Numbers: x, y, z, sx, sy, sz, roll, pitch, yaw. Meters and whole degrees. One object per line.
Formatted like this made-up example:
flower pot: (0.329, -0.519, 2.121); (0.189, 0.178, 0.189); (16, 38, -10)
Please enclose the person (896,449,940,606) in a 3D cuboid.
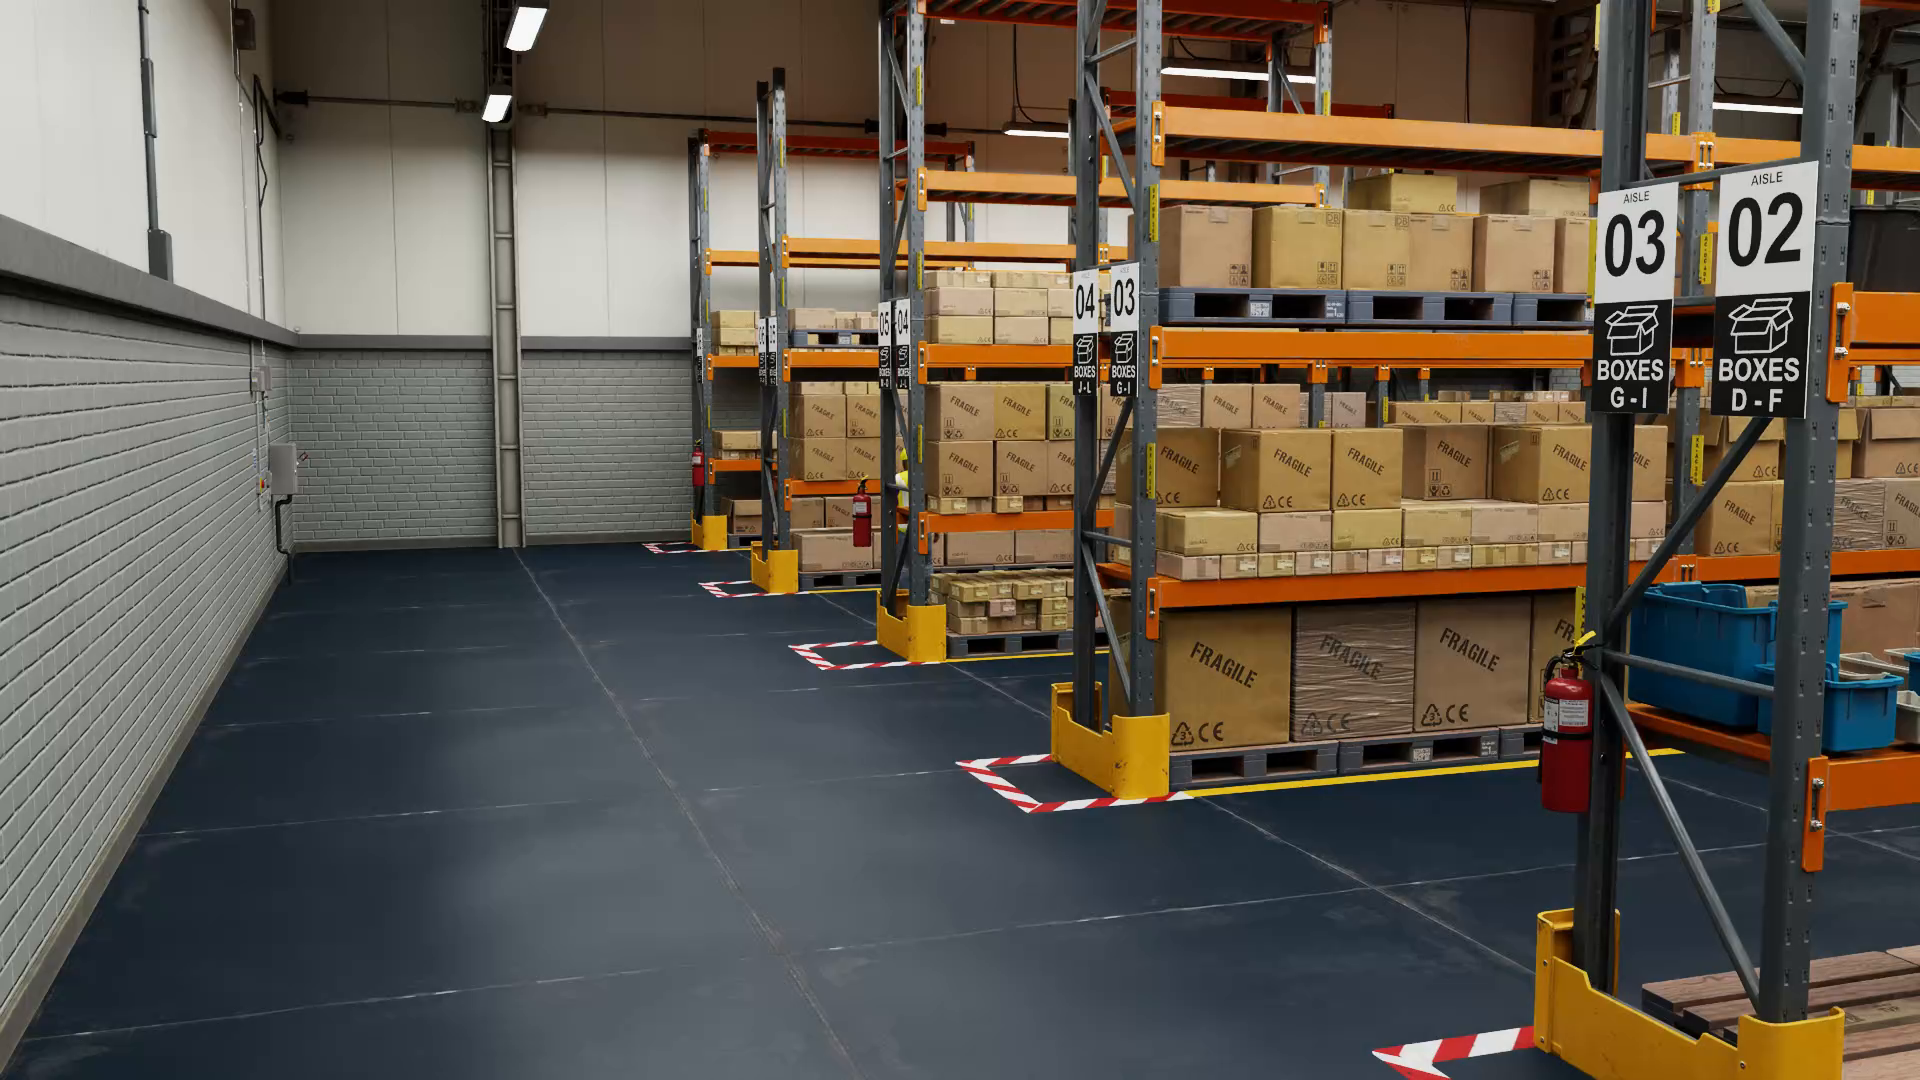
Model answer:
person: (-0.502, -0.122, 17.980); (0.627, 1.758, 0.456); (-2, 6, -18)
